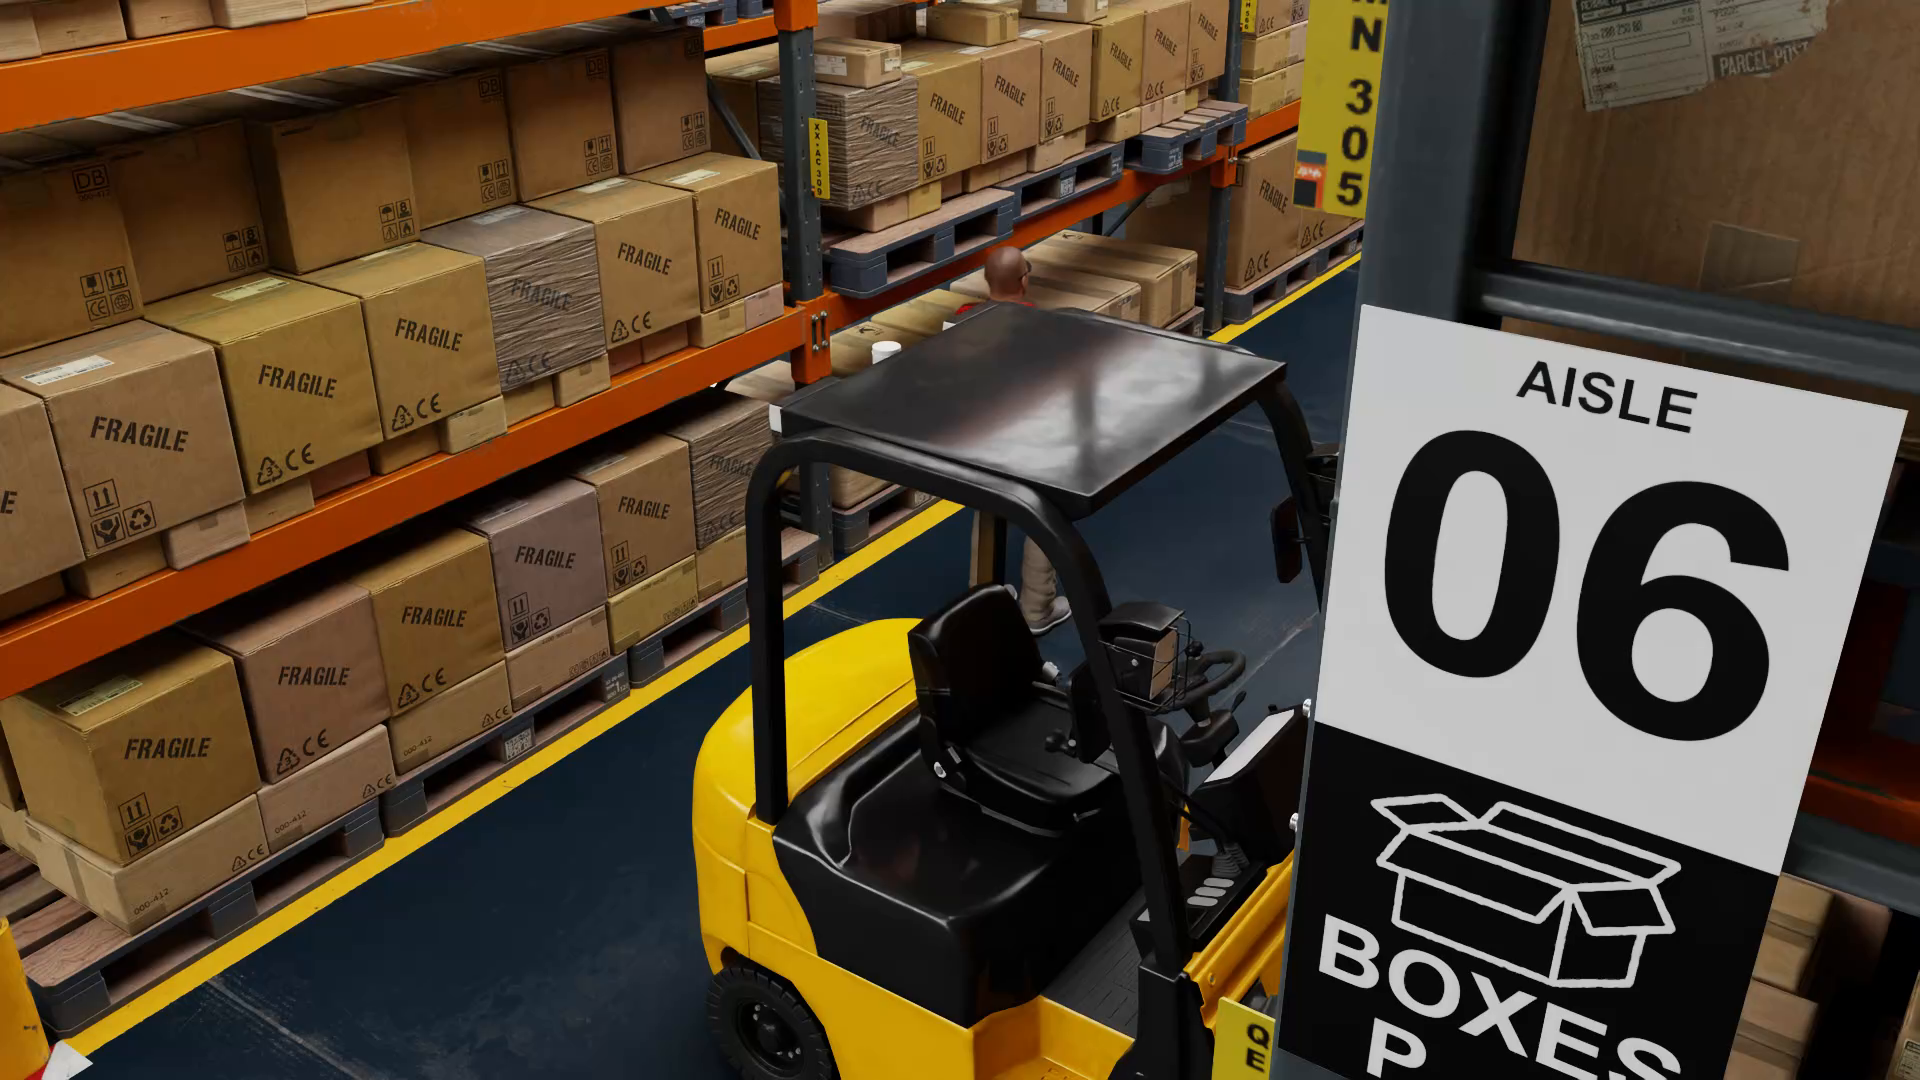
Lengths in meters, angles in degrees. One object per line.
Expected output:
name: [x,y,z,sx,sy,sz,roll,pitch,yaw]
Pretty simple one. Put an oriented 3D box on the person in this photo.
person: [0.278,-0.441,7.028,0.494,1.710,0.530,16,31,29]
